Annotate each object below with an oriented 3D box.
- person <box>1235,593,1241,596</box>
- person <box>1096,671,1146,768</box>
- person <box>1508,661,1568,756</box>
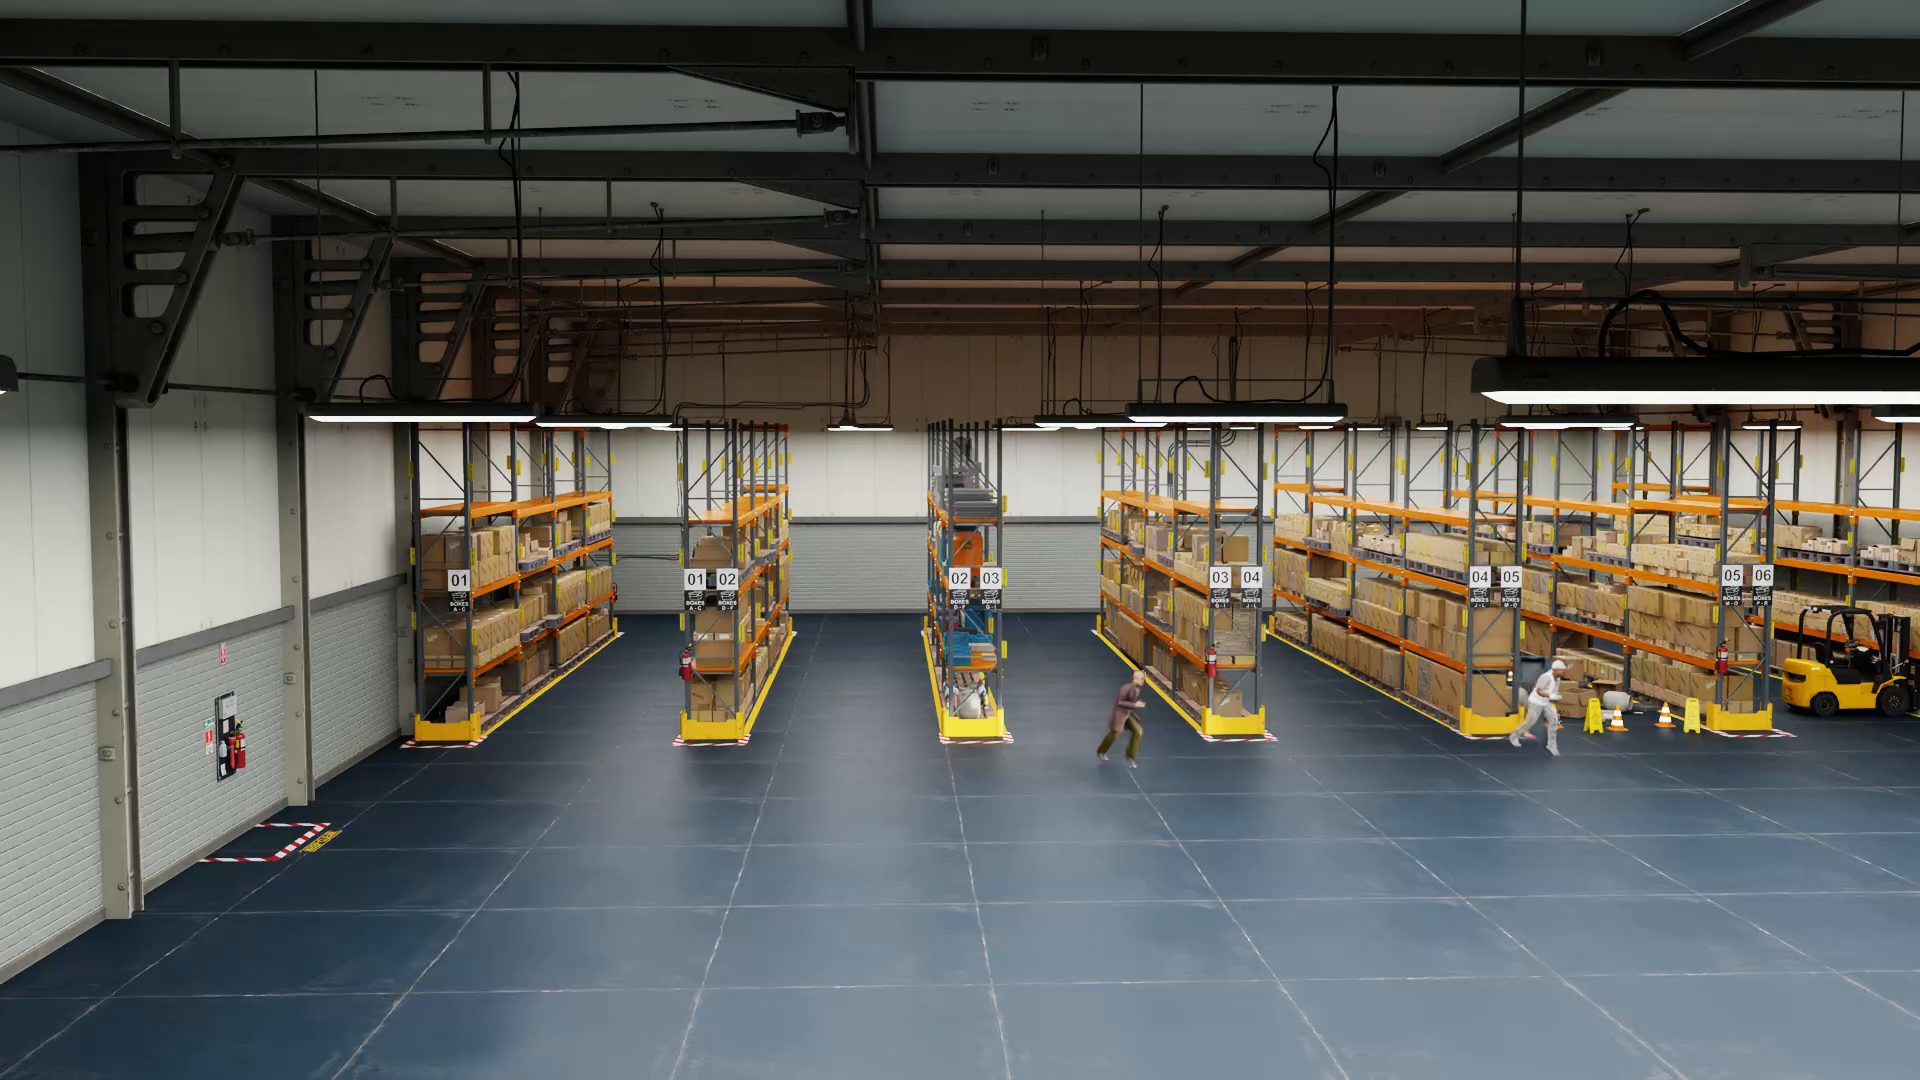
[{"bbox_3d":[7.790,2.000,46.256,0.599,1.500,0.887,1,4,15],"label":"person"},{"bbox_3d":[2.794,3.082,28.644,1.072,1.729,0.752,3,5,41],"label":"person"},{"bbox_3d":[10.377,2.991,29.859,1.042,1.732,0.728,3,5,42],"label":"person"}]
